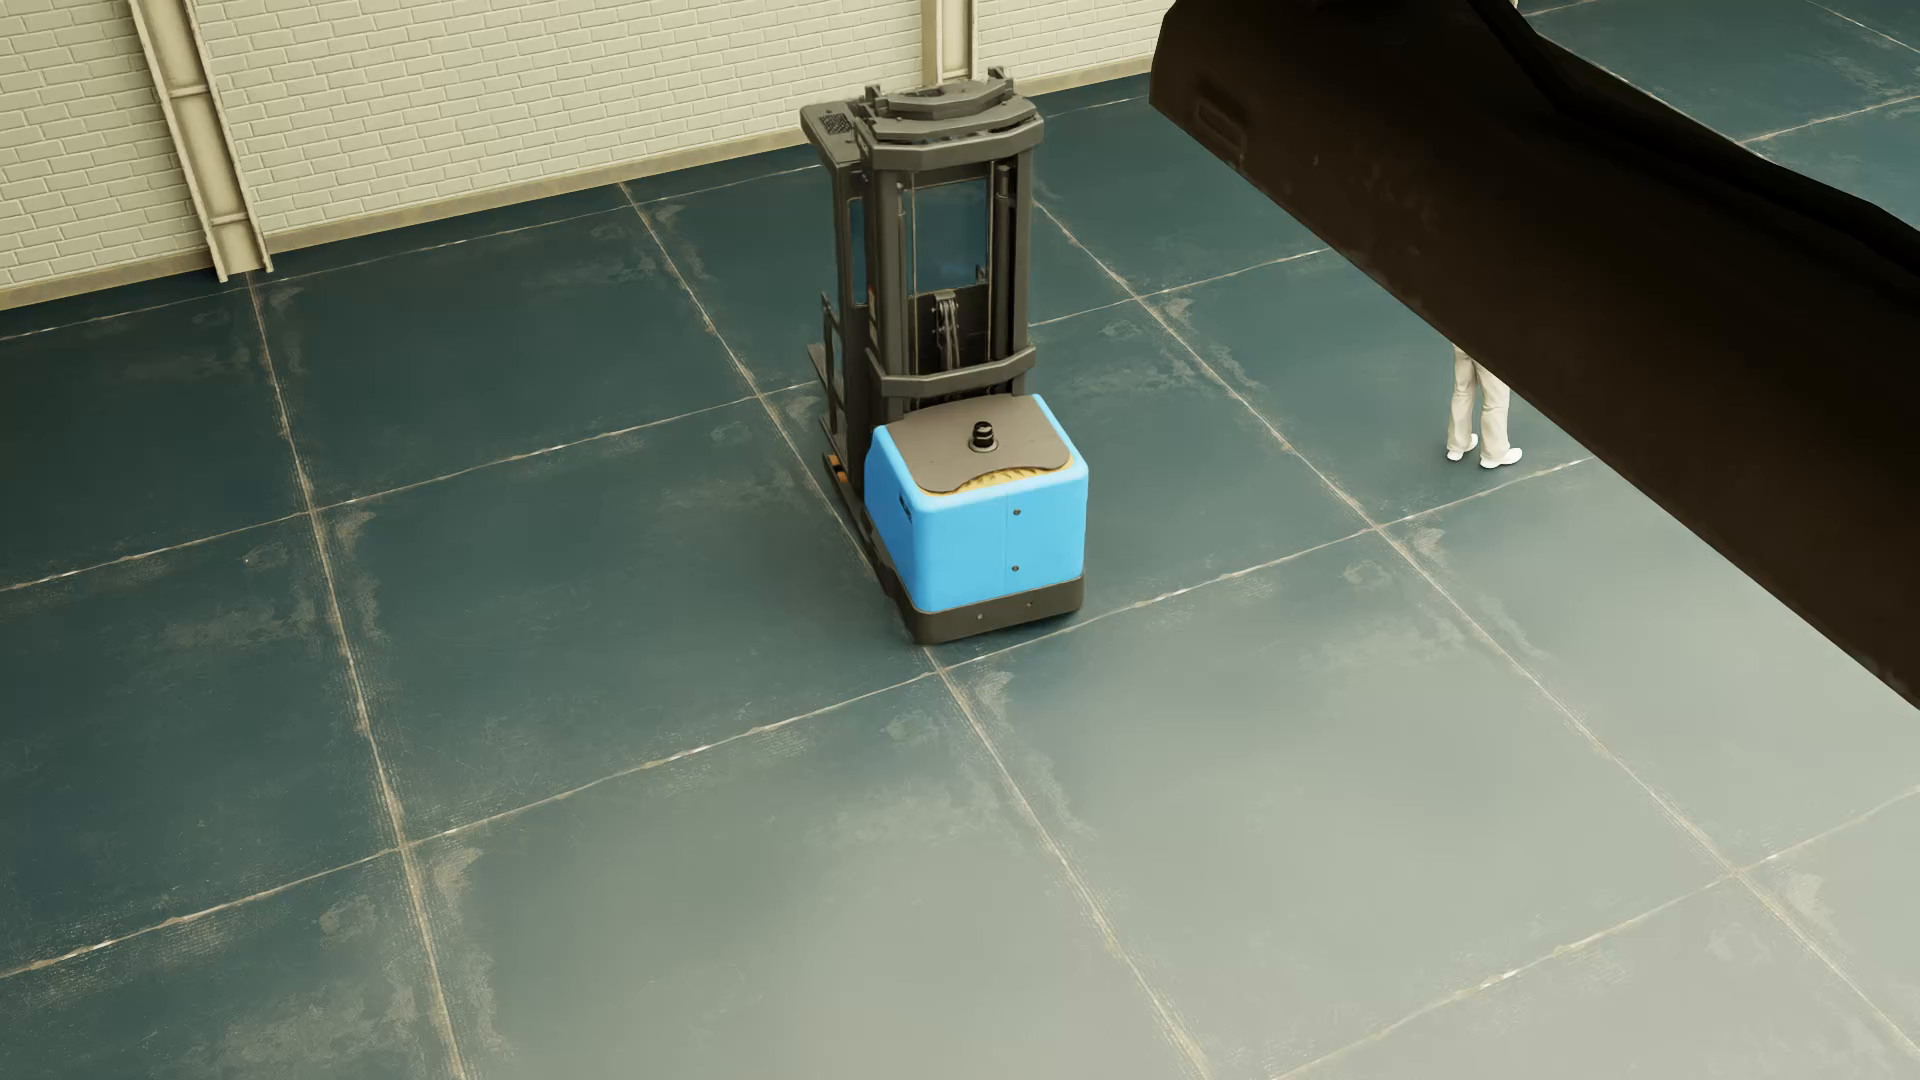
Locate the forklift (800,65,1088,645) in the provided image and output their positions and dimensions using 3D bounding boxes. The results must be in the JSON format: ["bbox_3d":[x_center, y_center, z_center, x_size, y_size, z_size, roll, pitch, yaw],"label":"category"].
[{"bbox_3d":[-0.246,-1.481,9.791,1.130,2.935,3.031,-13,42,-15],"label":"forklift"}]

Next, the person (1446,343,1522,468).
[{"bbox_3d":[3.327,-1.218,10.444,0.548,1.673,0.550,-25,46,-27],"label":"person"}]
